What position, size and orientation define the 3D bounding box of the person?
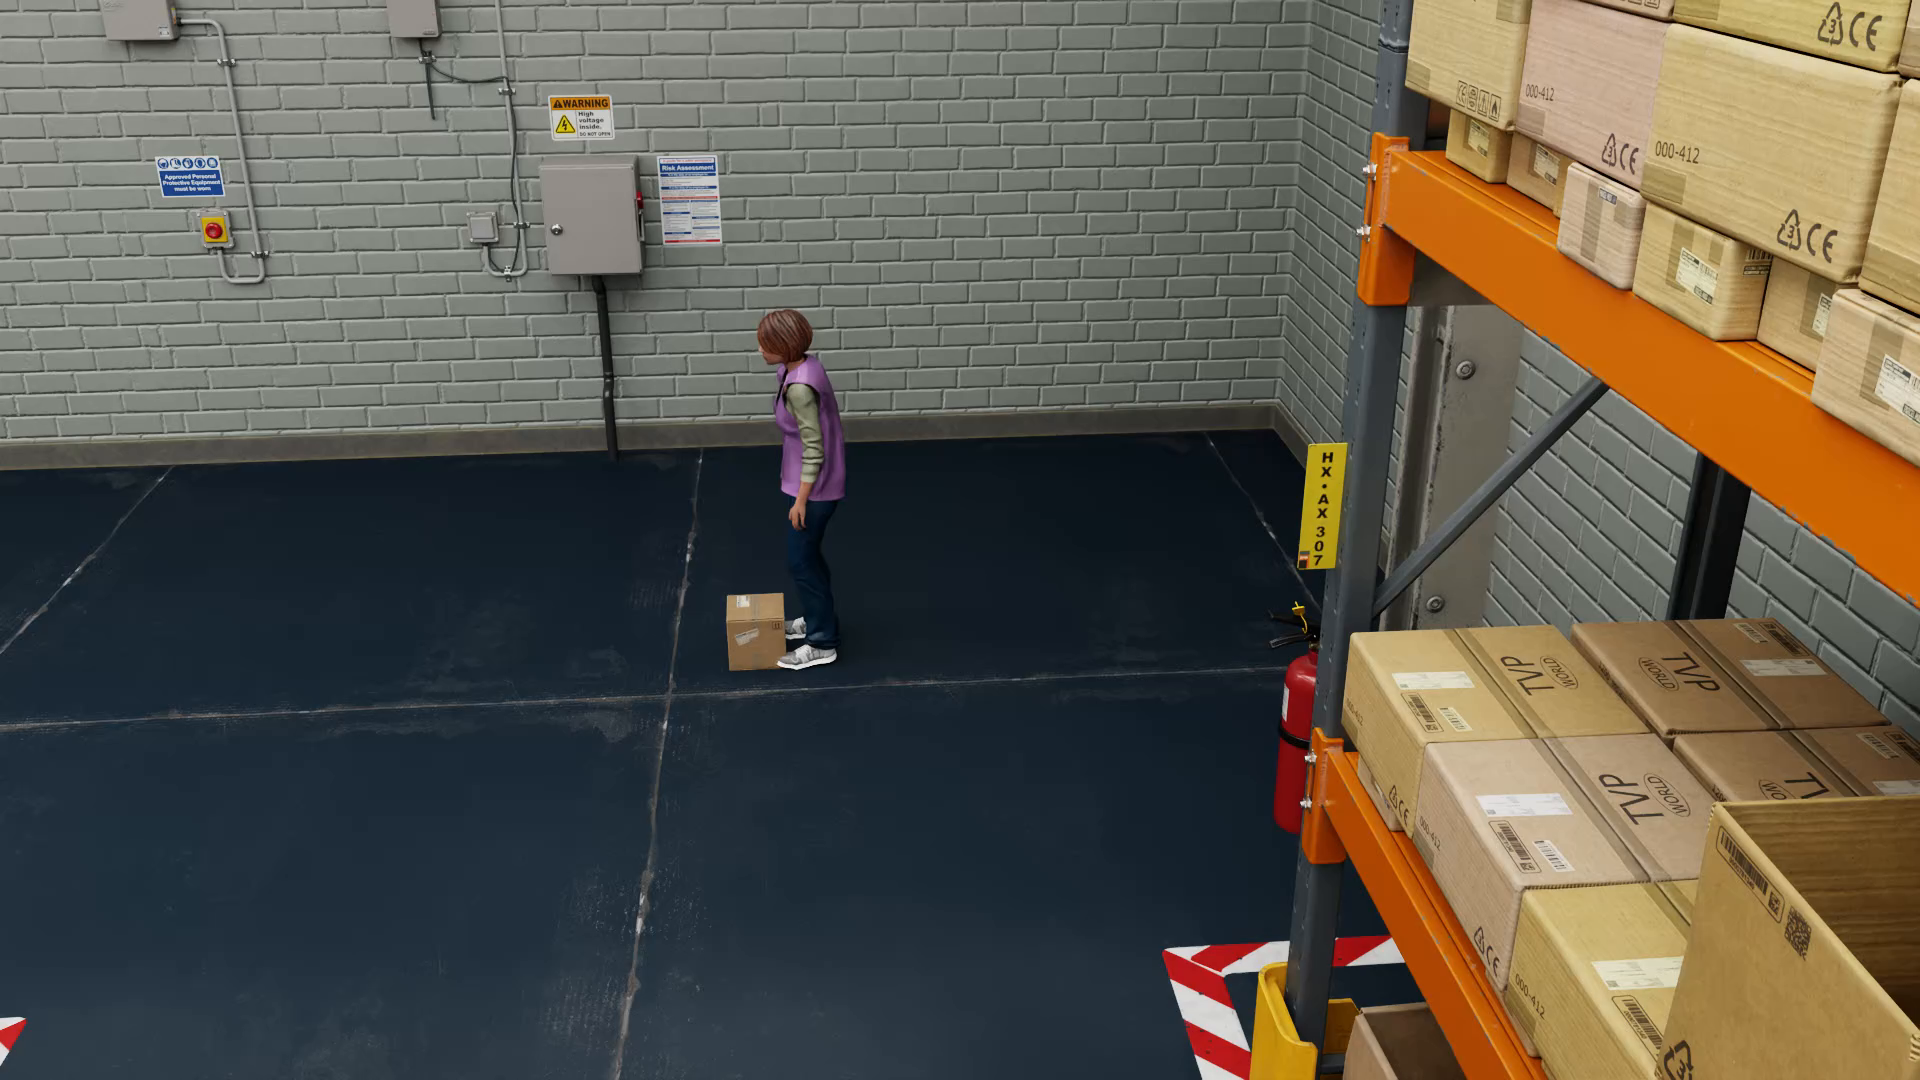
[{"bbox_3d":[-0.660,-0.220,7.105,0.343,1.594,0.481,-3,24,-7],"label":"person"}]
